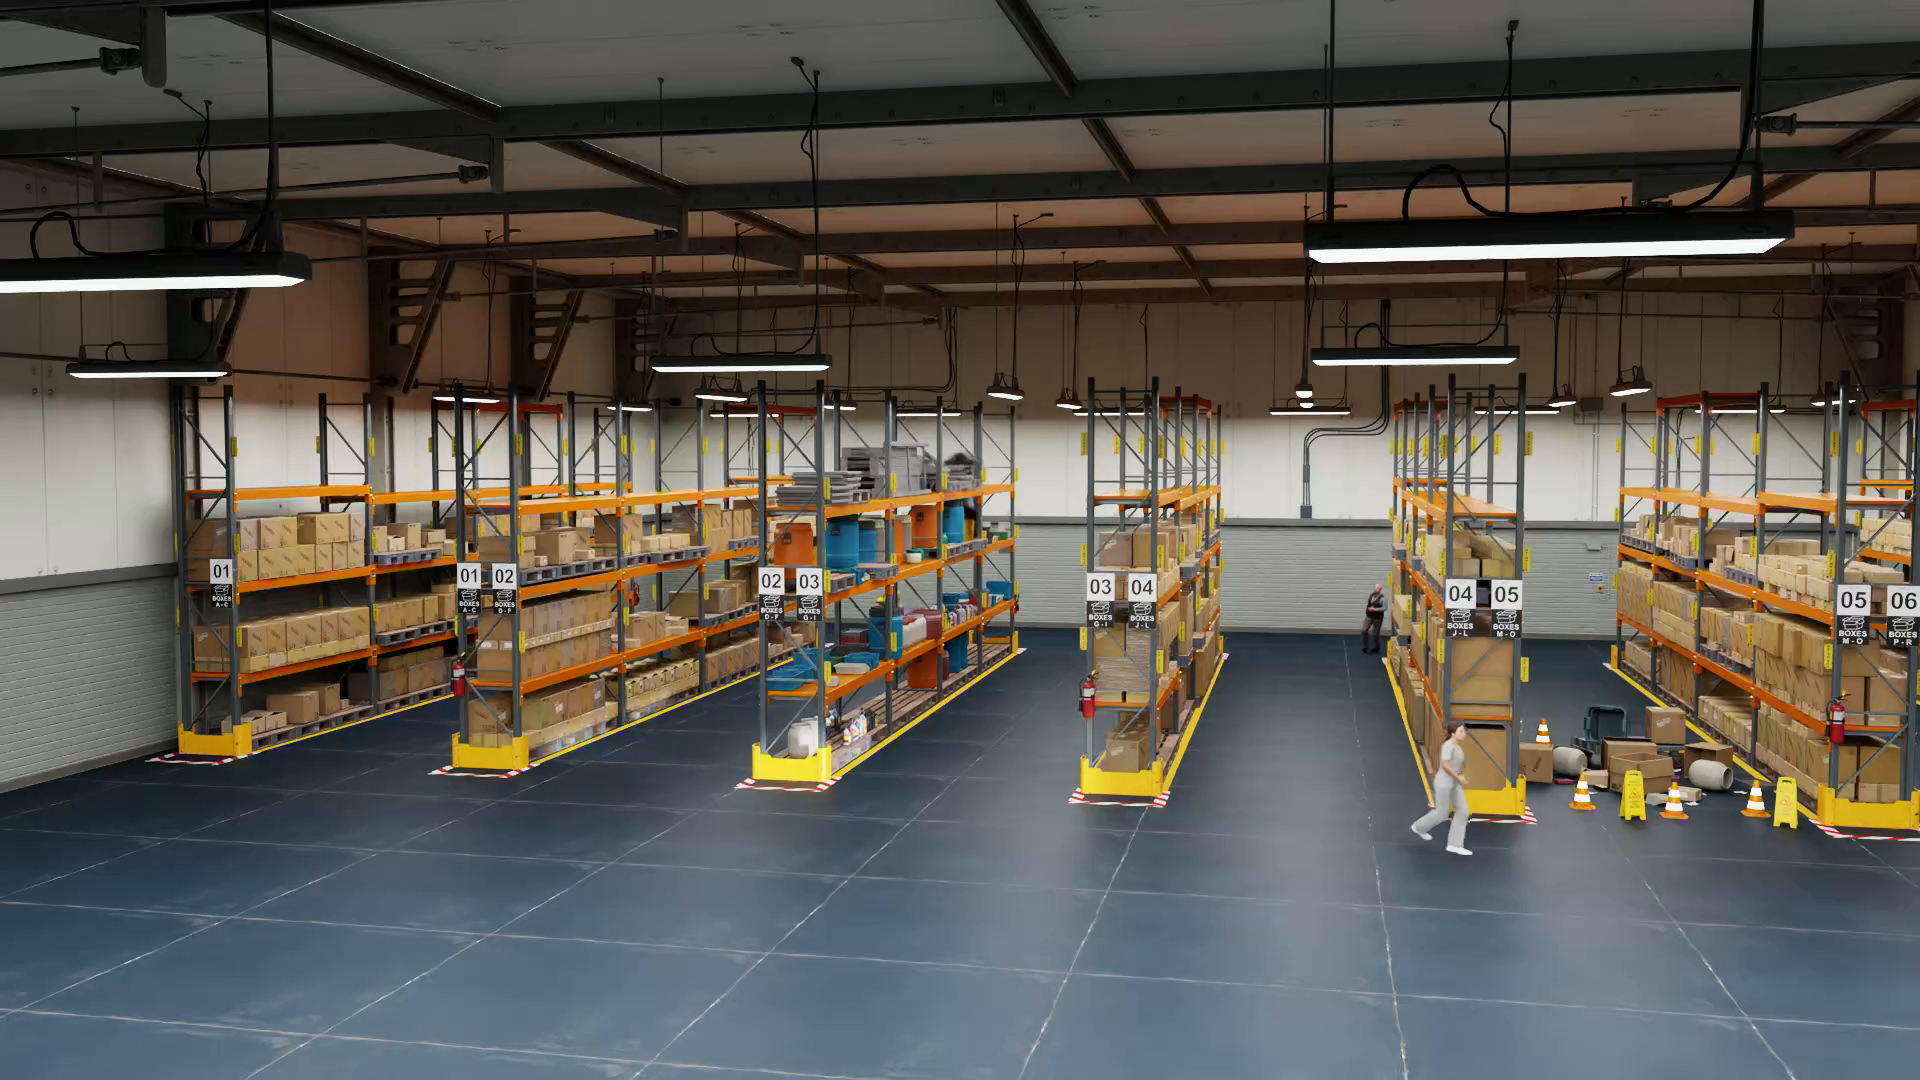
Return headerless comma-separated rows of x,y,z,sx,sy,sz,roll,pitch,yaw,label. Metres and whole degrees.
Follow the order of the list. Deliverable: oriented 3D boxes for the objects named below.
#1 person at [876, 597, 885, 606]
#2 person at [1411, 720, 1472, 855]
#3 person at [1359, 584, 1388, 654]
-1.711,2.096,36.702,0.712,1.704,0.773,2,4,28,person
5.951,3.026,20.527,0.844,1.636,0.541,3,4,42,person
10.051,1.926,40.119,0.684,1.758,0.690,-3,4,-44,person
